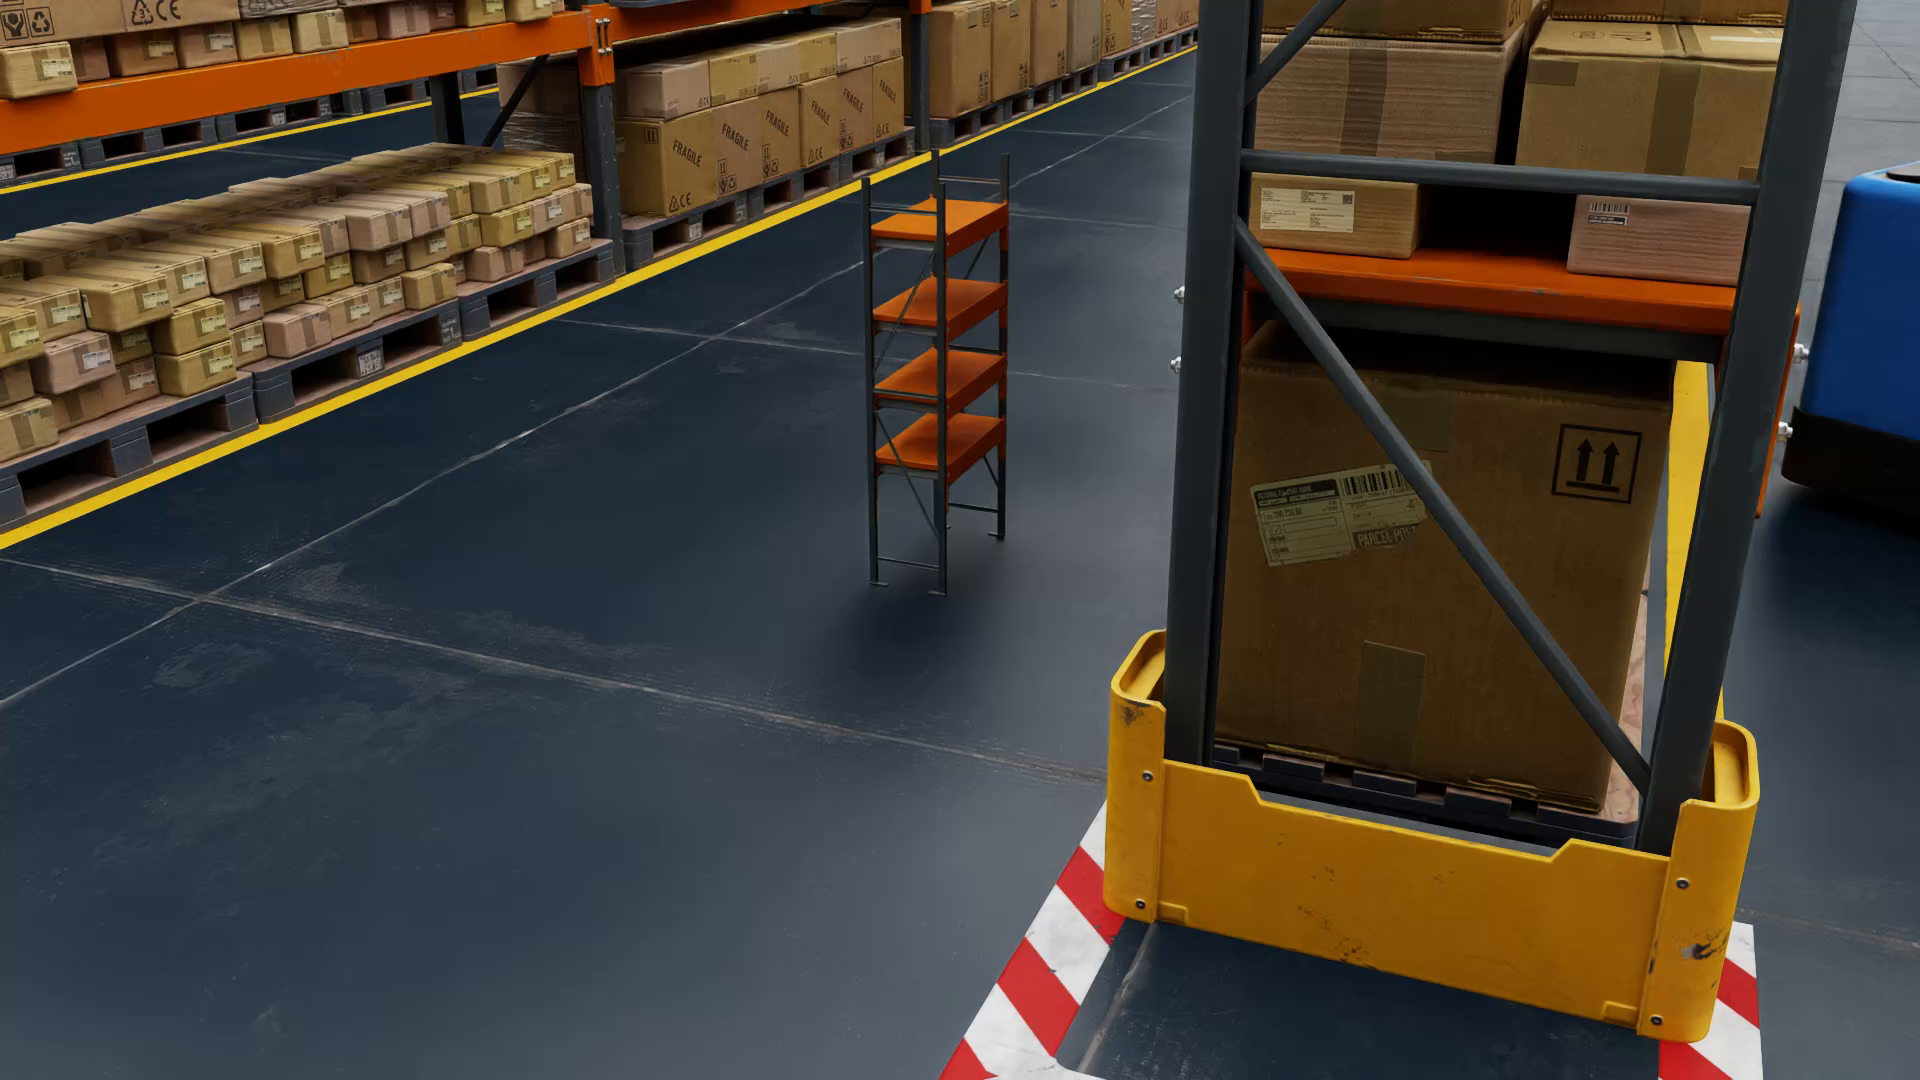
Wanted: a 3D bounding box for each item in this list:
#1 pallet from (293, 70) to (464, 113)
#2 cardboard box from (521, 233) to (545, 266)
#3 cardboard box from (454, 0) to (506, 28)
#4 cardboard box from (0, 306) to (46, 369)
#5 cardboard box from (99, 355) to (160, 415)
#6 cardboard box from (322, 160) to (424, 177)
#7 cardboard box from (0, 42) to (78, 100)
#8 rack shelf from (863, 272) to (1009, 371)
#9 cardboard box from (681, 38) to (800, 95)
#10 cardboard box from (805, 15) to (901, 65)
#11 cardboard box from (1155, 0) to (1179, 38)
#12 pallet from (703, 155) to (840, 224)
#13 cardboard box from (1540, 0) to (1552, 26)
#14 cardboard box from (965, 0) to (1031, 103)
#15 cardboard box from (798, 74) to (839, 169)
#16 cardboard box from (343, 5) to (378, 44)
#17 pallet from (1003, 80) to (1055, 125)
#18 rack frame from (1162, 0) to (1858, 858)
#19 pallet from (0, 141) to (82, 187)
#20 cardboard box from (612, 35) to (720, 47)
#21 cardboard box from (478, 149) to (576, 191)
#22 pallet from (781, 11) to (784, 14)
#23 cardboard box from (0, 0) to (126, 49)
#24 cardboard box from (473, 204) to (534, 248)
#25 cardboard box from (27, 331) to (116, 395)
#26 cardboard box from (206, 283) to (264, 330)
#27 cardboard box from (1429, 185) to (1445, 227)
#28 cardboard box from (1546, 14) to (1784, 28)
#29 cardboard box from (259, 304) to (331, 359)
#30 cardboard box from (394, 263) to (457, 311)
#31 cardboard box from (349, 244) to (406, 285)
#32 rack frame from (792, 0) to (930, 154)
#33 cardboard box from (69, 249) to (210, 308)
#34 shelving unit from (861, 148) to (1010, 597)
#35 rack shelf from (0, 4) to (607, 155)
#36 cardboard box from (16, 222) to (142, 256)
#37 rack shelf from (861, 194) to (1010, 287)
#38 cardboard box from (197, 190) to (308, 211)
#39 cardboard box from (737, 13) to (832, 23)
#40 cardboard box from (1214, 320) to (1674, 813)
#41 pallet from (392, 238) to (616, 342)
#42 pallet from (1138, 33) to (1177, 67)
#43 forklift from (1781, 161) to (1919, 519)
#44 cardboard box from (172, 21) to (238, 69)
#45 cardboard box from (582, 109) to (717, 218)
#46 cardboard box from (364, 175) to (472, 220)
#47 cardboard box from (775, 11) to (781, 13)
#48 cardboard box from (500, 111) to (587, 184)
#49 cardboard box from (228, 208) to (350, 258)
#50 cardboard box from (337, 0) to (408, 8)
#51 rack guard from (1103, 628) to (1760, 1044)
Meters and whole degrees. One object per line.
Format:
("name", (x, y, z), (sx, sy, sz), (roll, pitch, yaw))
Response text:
("pallet", (-5.045, -3.883, 14.271), (1.003, 0.211, 1.213), (9, 24, 20))
("cardboard box", (-2.192, -1.394, 7.850), (0.380, 0.149, 0.250), (9, 24, 22))
("cardboard box", (-2.227, -2.339, 7.285), (0.380, 0.149, 0.250), (10, 25, 22))
("cardboard box", (-3.164, -0.646, 5.287), (0.380, 0.149, 0.250), (8, 24, 18))
("cardboard box", (-3.076, -0.570, 5.876), (0.380, 0.149, 0.250), (9, 24, 21))
("cardboard box", (-2.715, -1.658, 7.709), (0.380, 0.149, 0.250), (8, 24, 19))
("cardboard box", (-3.044, -1.493, 5.259), (0.380, 0.149, 0.250), (8, 24, 19))
("rack shelf", (-0.061, -0.639, 4.817), (0.258, 0.148, 0.480), (9, 24, 20))
("cardboard box", (-1.280, -2.772, 9.719), (0.500, 0.250, 0.500), (10, 25, 22))
("cardboard box", (-0.714, -3.322, 11.035), (0.500, 0.250, 0.500), (8, 24, 19))
("cardboard box", (1.753, -5.726, 17.279), (0.875, 0.875, 0.875), (8, 24, 19))
("pallet", (-1.449, -2.216, 10.282), (1.003, 0.211, 1.213), (9, 24, 20))
("cardboard box", (1.204, -1.251, 4.163), (0.500, 0.250, 0.500), (8, 24, 18))
("cardboard box", (-0.072, -3.891, 13.049), (1.050, 0.750, 0.750), (9, 24, 21))
("cardboard box", (-1.082, -2.608, 10.300), (0.500, 0.500, 0.500), (8, 24, 18))
("cardboard box", (-2.563, -2.066, 6.630), (0.380, 0.149, 0.250), (8, 24, 19))
("pallet", (0.115, -3.637, 13.684), (1.003, 0.211, 1.213), (9, 24, 20))
("rack frame", (0.893, -0.608, 2.815), (1.000, 3.000, 0.127), (9, 24, 20))
("pallet", (-6.605, -2.459, 10.862), (1.003, 0.211, 1.213), (9, 24, 20))
("cardboard box", (-1.760, -2.848, 9.903), (0.500, 0.250, 0.500), (8, 24, 18))
("cardboard box", (-2.079, -1.774, 7.988), (0.380, 0.149, 0.250), (9, 24, 22))
("pallet", (-2.728, -6.153, 19.707), (1.003, 0.211, 1.213), (9, 24, 20))
("cardboard box", (-3.076, -1.854, 5.282), (0.500, 0.500, 0.500), (9, 24, 20))
("cardboard box", (-2.183, -1.446, 7.589), (0.380, 0.149, 0.250), (8, 24, 18))
("cardboard box", (-3.087, -0.611, 5.589), (0.380, 0.149, 0.250), (9, 24, 20))
("cardboard box", (-2.872, -0.896, 6.271), (0.380, 0.149, 0.250), (8, 24, 18))
("cardboard box", (0.815, -0.760, 3.504), (0.380, 0.149, 0.250), (9, 24, 21))
("cardboard box", (1.509, -0.996, 3.552), (0.500, 0.250, 0.500), (8, 24, 19))
("cardboard box", (-2.699, -0.827, 6.493), (0.380, 0.149, 0.250), (8, 24, 17))
("cardboard box", (-2.402, -1.105, 7.157), (0.380, 0.149, 0.250), (9, 24, 20))
("cardboard box", (-2.562, -1.184, 6.960), (0.380, 0.149, 0.250), (8, 24, 18))
("rack frame", (-0.703, -4.217, 11.455), (1.000, 3.000, 0.127), (9, 24, 20))
("cardboard box", (-2.946, -0.935, 5.978), (0.380, 0.149, 0.250), (8, 24, 17))
("shelving unit", (-0.061, -0.494, 4.877), (0.258, 1.200, 0.503), (9, 24, 20))
("rack shelf", (-2.932, -1.738, 6.453), (1.077, 0.370, 4.000), (9, 24, 20))
("cardboard box", (-3.385, -1.113, 6.406), (0.380, 0.149, 0.250), (10, 25, 22))
("rack shelf", (-0.062, -0.857, 4.725), (0.258, 0.148, 0.480), (9, 24, 20))
("cardboard box", (-2.985, -1.372, 7.026), (0.380, 0.149, 0.250), (8, 24, 18))
("cardboard box", (-1.184, -3.392, 11.203), (0.500, 0.250, 0.500), (8, 24, 18))
("cardboard box", (1.056, -0.062, 3.719), (0.875, 0.875, 0.875), (9, 24, 20))
("pallet", (-2.405, -1.254, 7.978), (1.003, 0.211, 1.213), (9, 24, 20))
("pallet", (1.590, -5.061, 17.093), (1.003, 0.211, 1.213), (9, 24, 20))
("forklift", (4.237, -1.695, 5.505), (3.031, 2.935, 1.130), (-16, 28, -34))
("cardboard box", (-2.834, -1.783, 5.954), (0.380, 0.149, 0.250), (8, 24, 19))
("cardboard box", (-1.668, -2.053, 8.971), (0.500, 0.500, 0.500), (10, 25, 22))
("cardboard box", (-2.392, -1.505, 7.344), (0.380, 0.149, 0.250), (10, 25, 22))
("cardboard box", (-2.189, -5.358, 17.425), (0.500, 0.500, 0.500), (-12, 25, -26))
("cardboard box", (-2.148, -2.127, 9.149), (0.500, 0.500, 0.500), (8, 24, 19))
("cardboard box", (-2.689, -1.224, 6.670), (0.380, 0.149, 0.250), (9, 24, 20))
("cardboard box", (-2.486, -2.392, 6.570), (0.500, 0.500, 0.500), (9, 24, 20))
("rack guard", (0.884, 0.554, 3.276), (1.175, 0.500, 0.348), (9, 24, 20))
